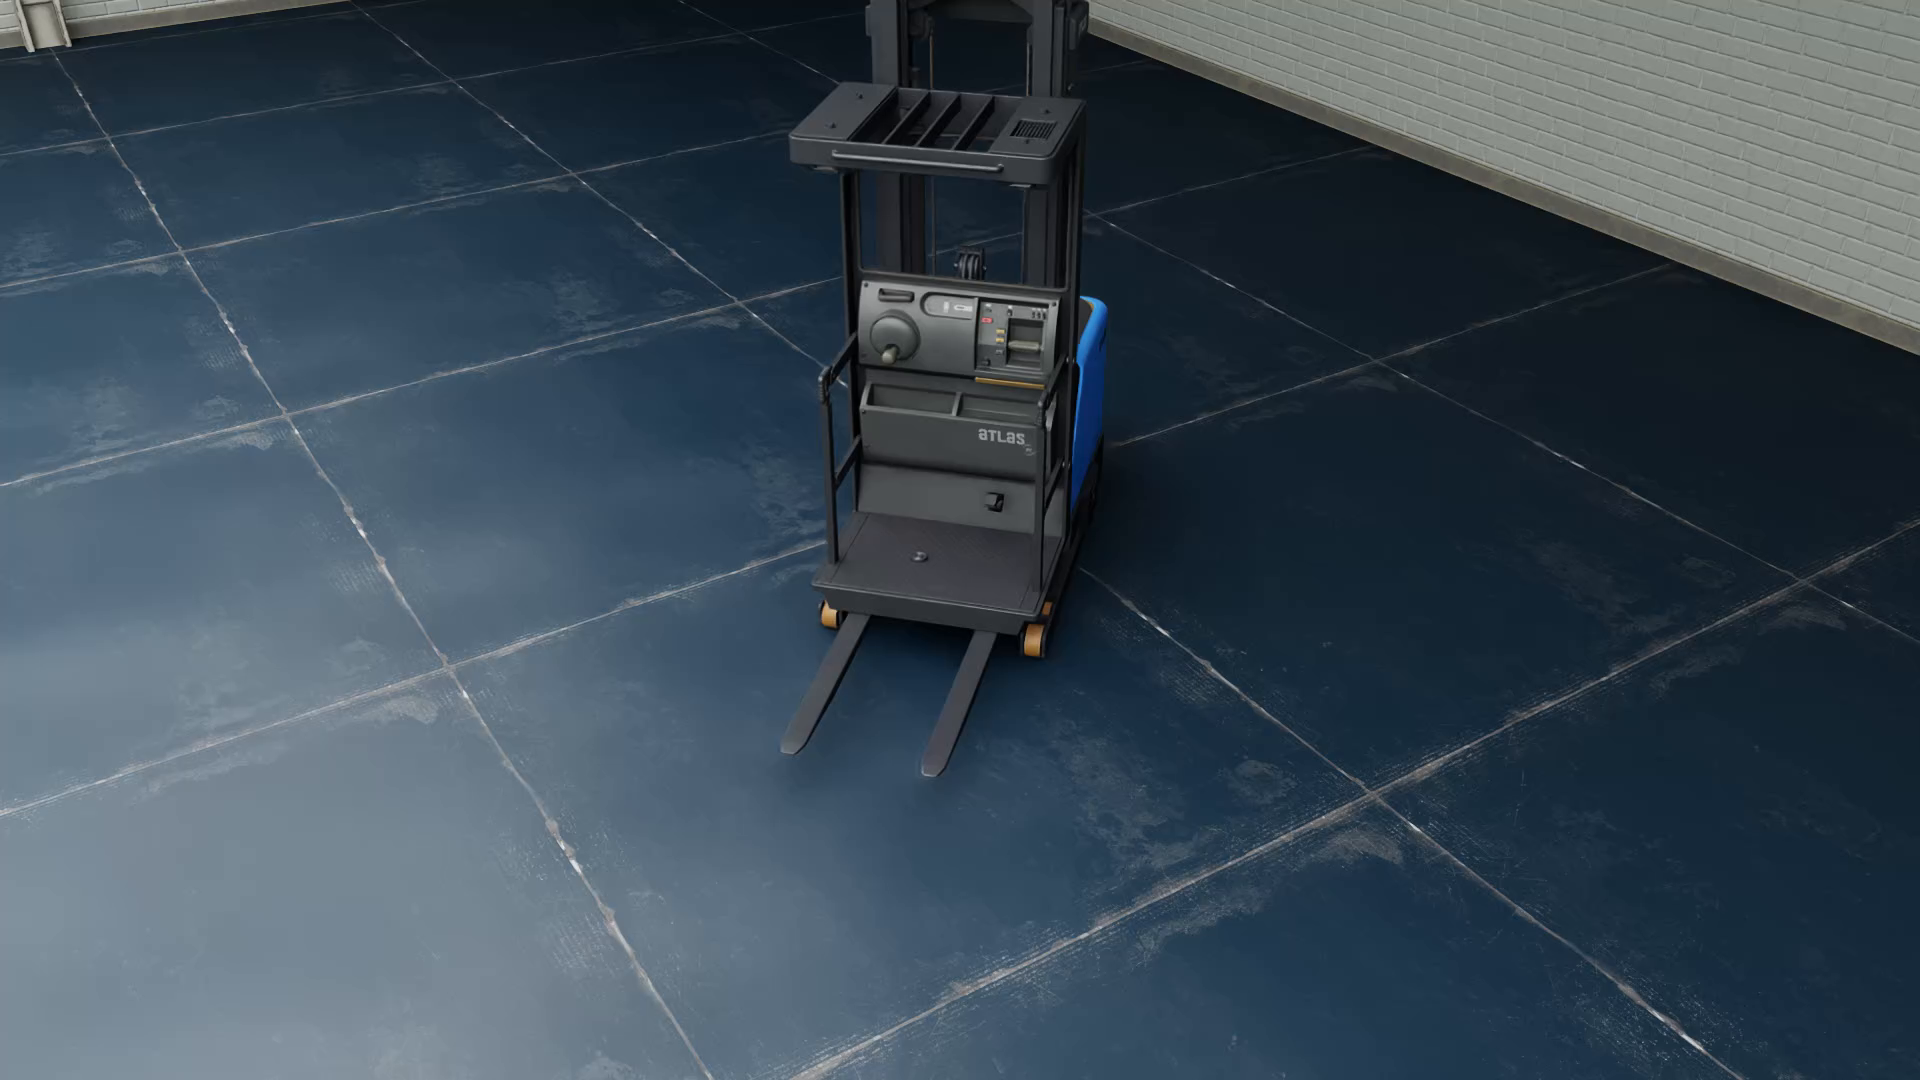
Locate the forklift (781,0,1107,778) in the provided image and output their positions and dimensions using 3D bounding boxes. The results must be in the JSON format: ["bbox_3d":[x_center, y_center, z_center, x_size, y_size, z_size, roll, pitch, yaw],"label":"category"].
[{"bbox_3d":[-0.059,-0.908,7.443,1.130,2.935,3.031,7,33,12],"label":"forklift"}]

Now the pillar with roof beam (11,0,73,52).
[{"bbox_3d":[-6.745,-6.801,11.097,0.400,9.000,9.100,-19,37,-27],"label":"pillar with roof beam"}]
